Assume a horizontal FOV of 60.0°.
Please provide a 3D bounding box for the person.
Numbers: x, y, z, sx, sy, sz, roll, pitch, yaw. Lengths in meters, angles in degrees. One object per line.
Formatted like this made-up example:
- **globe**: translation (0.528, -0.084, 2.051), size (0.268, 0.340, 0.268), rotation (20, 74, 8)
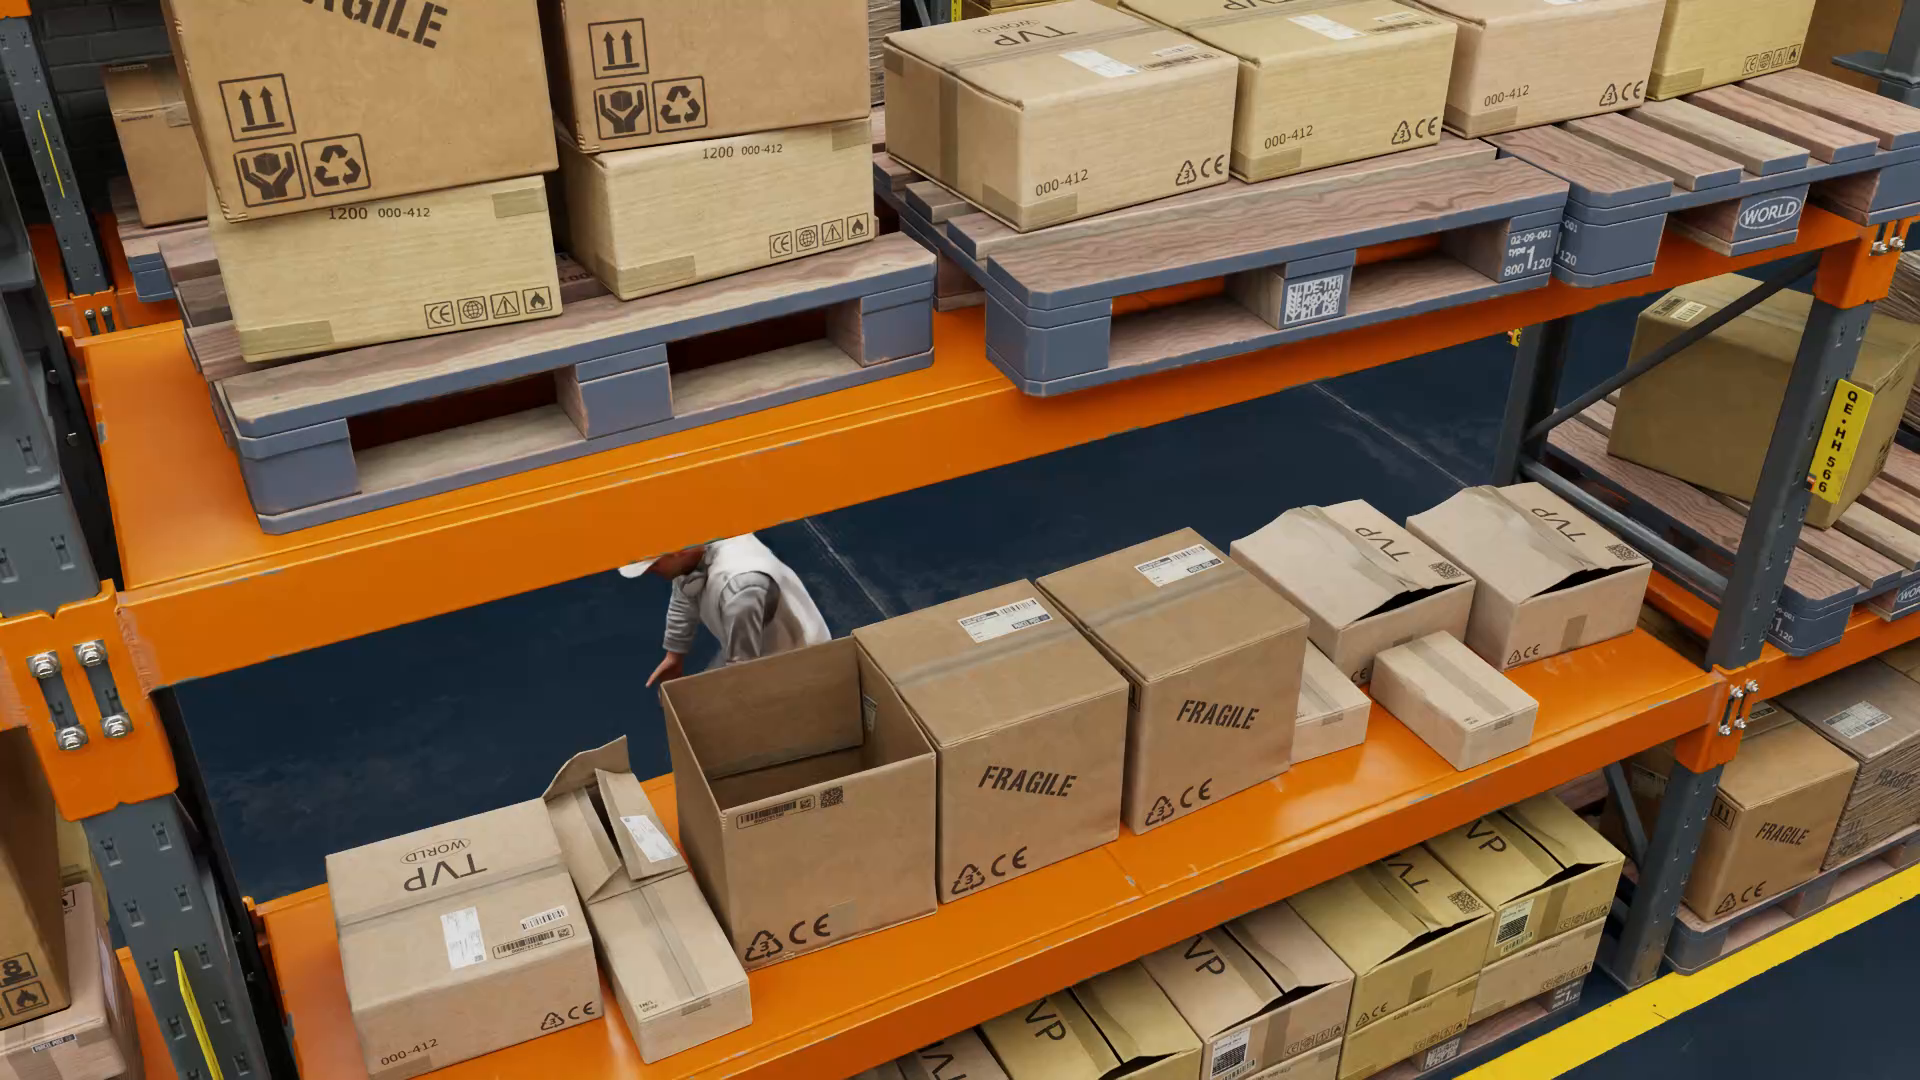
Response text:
- **person**: translation (-0.766, 0.454, 5.639), size (0.693, 1.534, 0.589), rotation (-16, 36, -23)
